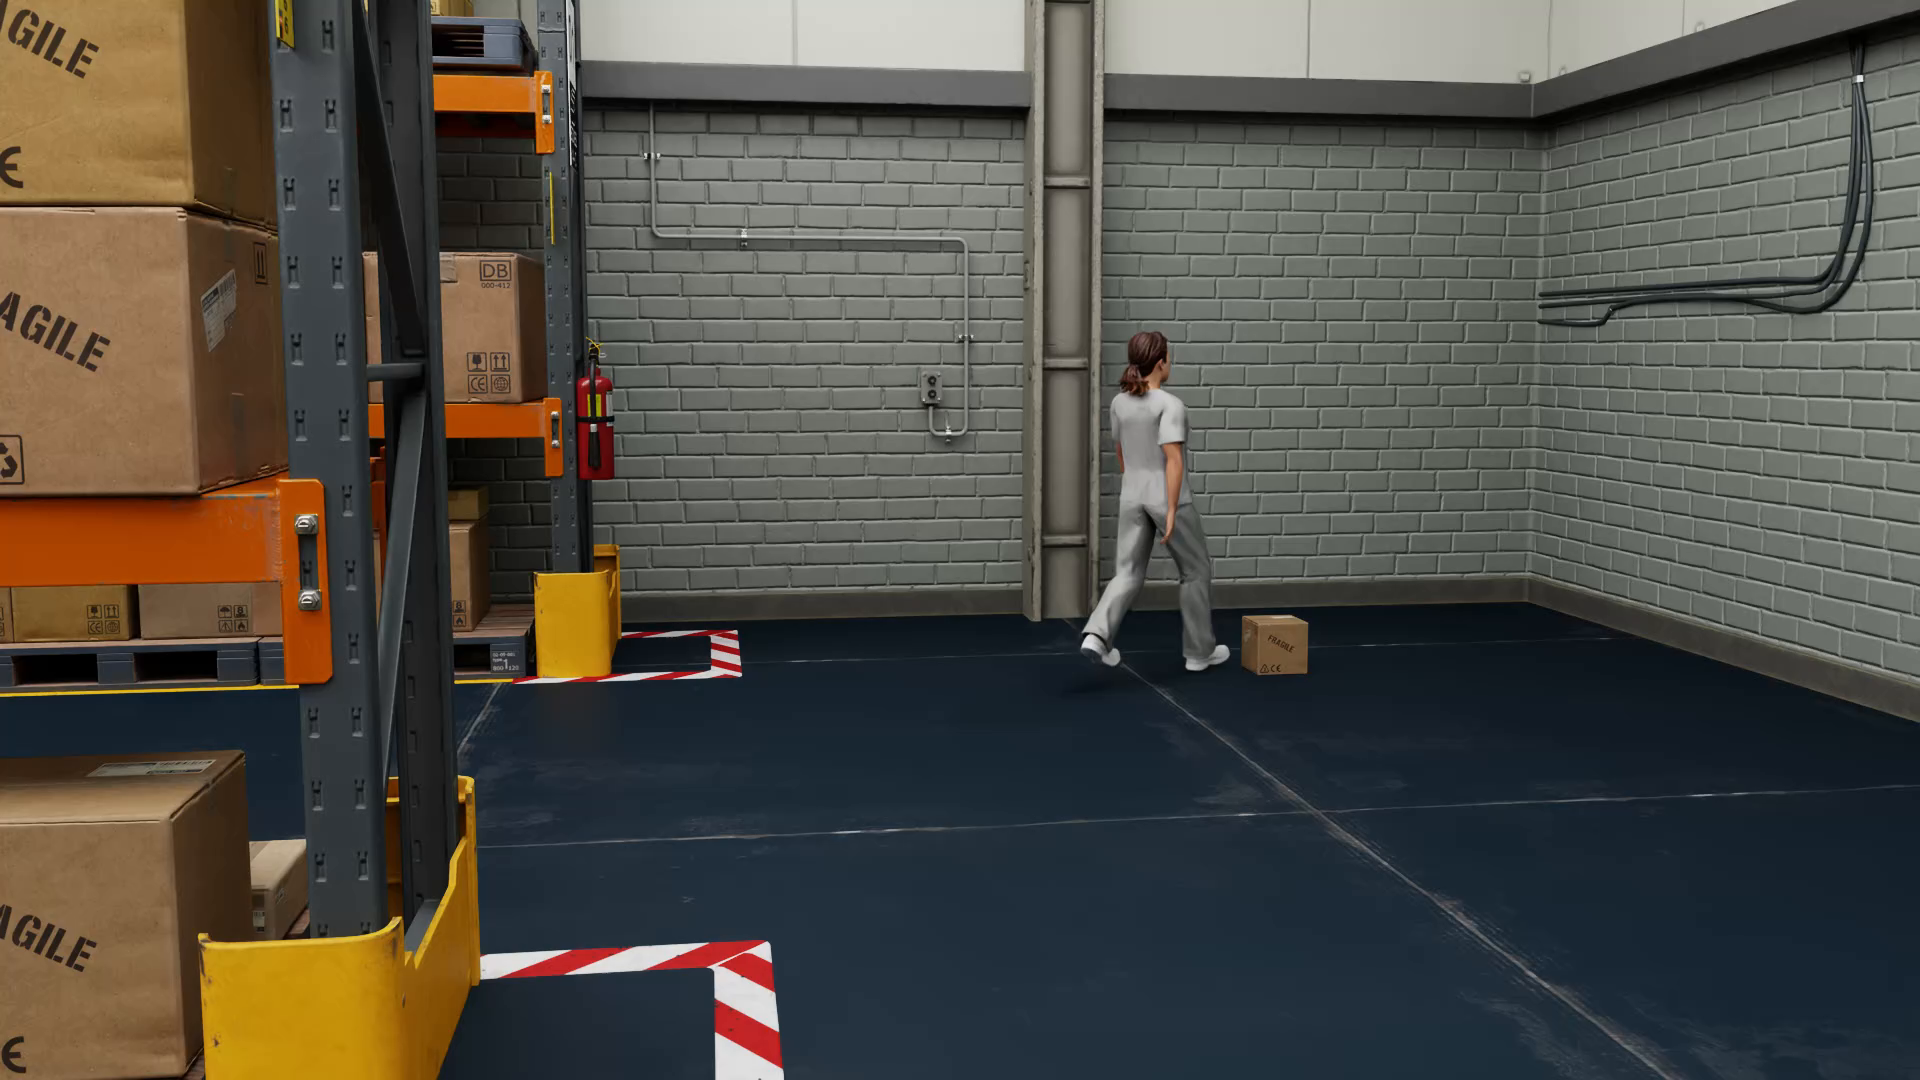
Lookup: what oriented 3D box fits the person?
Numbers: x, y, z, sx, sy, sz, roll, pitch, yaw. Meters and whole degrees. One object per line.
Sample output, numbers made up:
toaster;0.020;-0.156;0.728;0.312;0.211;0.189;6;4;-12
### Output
person;0.918;-0.164;7.835;0.447;1.624;0.980;5;8;37
